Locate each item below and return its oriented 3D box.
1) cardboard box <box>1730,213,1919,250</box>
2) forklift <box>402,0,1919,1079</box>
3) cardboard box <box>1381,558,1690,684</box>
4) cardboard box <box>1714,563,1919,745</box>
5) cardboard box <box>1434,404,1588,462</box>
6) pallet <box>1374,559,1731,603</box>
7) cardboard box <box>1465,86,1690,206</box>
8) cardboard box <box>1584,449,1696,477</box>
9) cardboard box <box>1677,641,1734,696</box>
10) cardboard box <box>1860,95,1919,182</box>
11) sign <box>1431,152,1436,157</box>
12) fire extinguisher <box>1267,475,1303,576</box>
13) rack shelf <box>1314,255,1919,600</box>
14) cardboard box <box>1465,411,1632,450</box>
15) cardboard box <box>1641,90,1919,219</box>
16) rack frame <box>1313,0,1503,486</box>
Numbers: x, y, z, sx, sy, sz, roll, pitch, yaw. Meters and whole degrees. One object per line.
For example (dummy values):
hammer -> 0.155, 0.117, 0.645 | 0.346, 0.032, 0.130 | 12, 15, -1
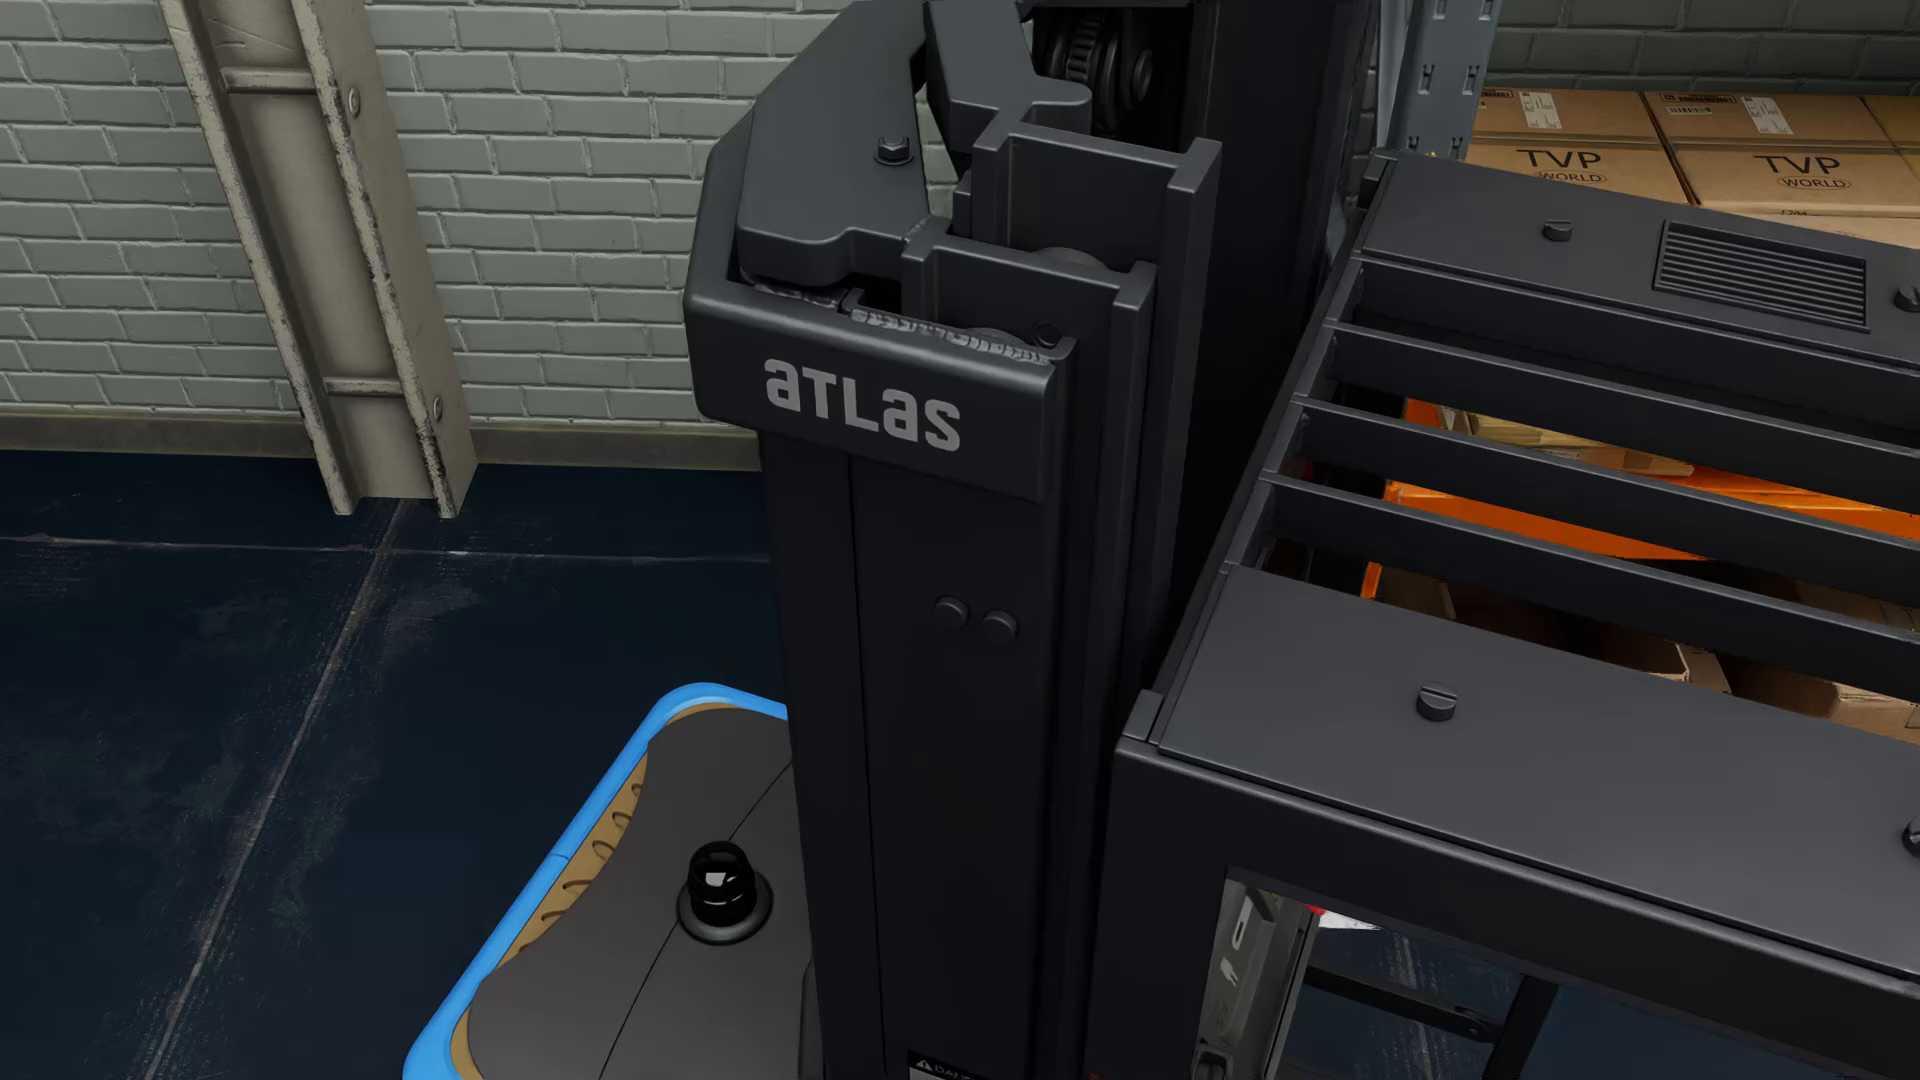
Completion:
cardboard box -> 1.792, -0.423, 3.396 | 0.500, 0.250, 0.500 | 2, 43, 2
forklift -> 0.620, 0.664, 2.387 | 3.031, 2.935, 1.130 | 15, 45, 16
cardboard box -> 1.454, 0.261, 4.293 | 0.637, 0.503, 0.797 | 0, 43, 0
cardboard box -> 2.307, 0.315, 4.237 | 0.500, 0.500, 0.700 | 3, 43, 4
cardboard box -> 1.164, -0.293, 3.549 | 0.250, 0.149, 0.380 | 1, 43, 2
pallet -> 1.720, 0.464, 4.597 | 1.213, 0.211, 1.003 | 2, 43, 2
cardboard box -> 1.319, -0.803, 3.803 | 0.500, 0.250, 0.500 | 3, 43, 3
cardboard box -> 1.420, -0.317, 3.574 | 0.250, 0.149, 0.380 | 3, 43, 3
cardboard box -> 1.877, 0.430, 4.371 | 0.250, 0.149, 0.380 | 0, 43, 0
cardboard box -> 2.329, -0.768, 3.765 | 0.500, 0.250, 0.500 | 3, 43, 3
sign -> 0.823, -0.529, 2.983 | 0.005, 0.325, 0.100 | 2, 43, 2
fire extinguisher -> 0.680, -0.107, 3.495 | 0.183, 0.674, 0.296 | 2, 43, 2
rack shelf -> 2.846, -0.258, 3.854 | 4.000, 0.370, 1.077 | 2, 43, 2
cardboard box -> 1.289, -0.439, 3.412 | 0.500, 0.250, 0.500 | 2, 43, 2
cardboard box -> 1.834, -0.786, 3.785 | 0.500, 0.250, 0.500 | 2, 43, 2
rack frame -> 0.848, -0.582, 3.674 | 0.127, 3.000, 1.000 | 2, 43, 2
